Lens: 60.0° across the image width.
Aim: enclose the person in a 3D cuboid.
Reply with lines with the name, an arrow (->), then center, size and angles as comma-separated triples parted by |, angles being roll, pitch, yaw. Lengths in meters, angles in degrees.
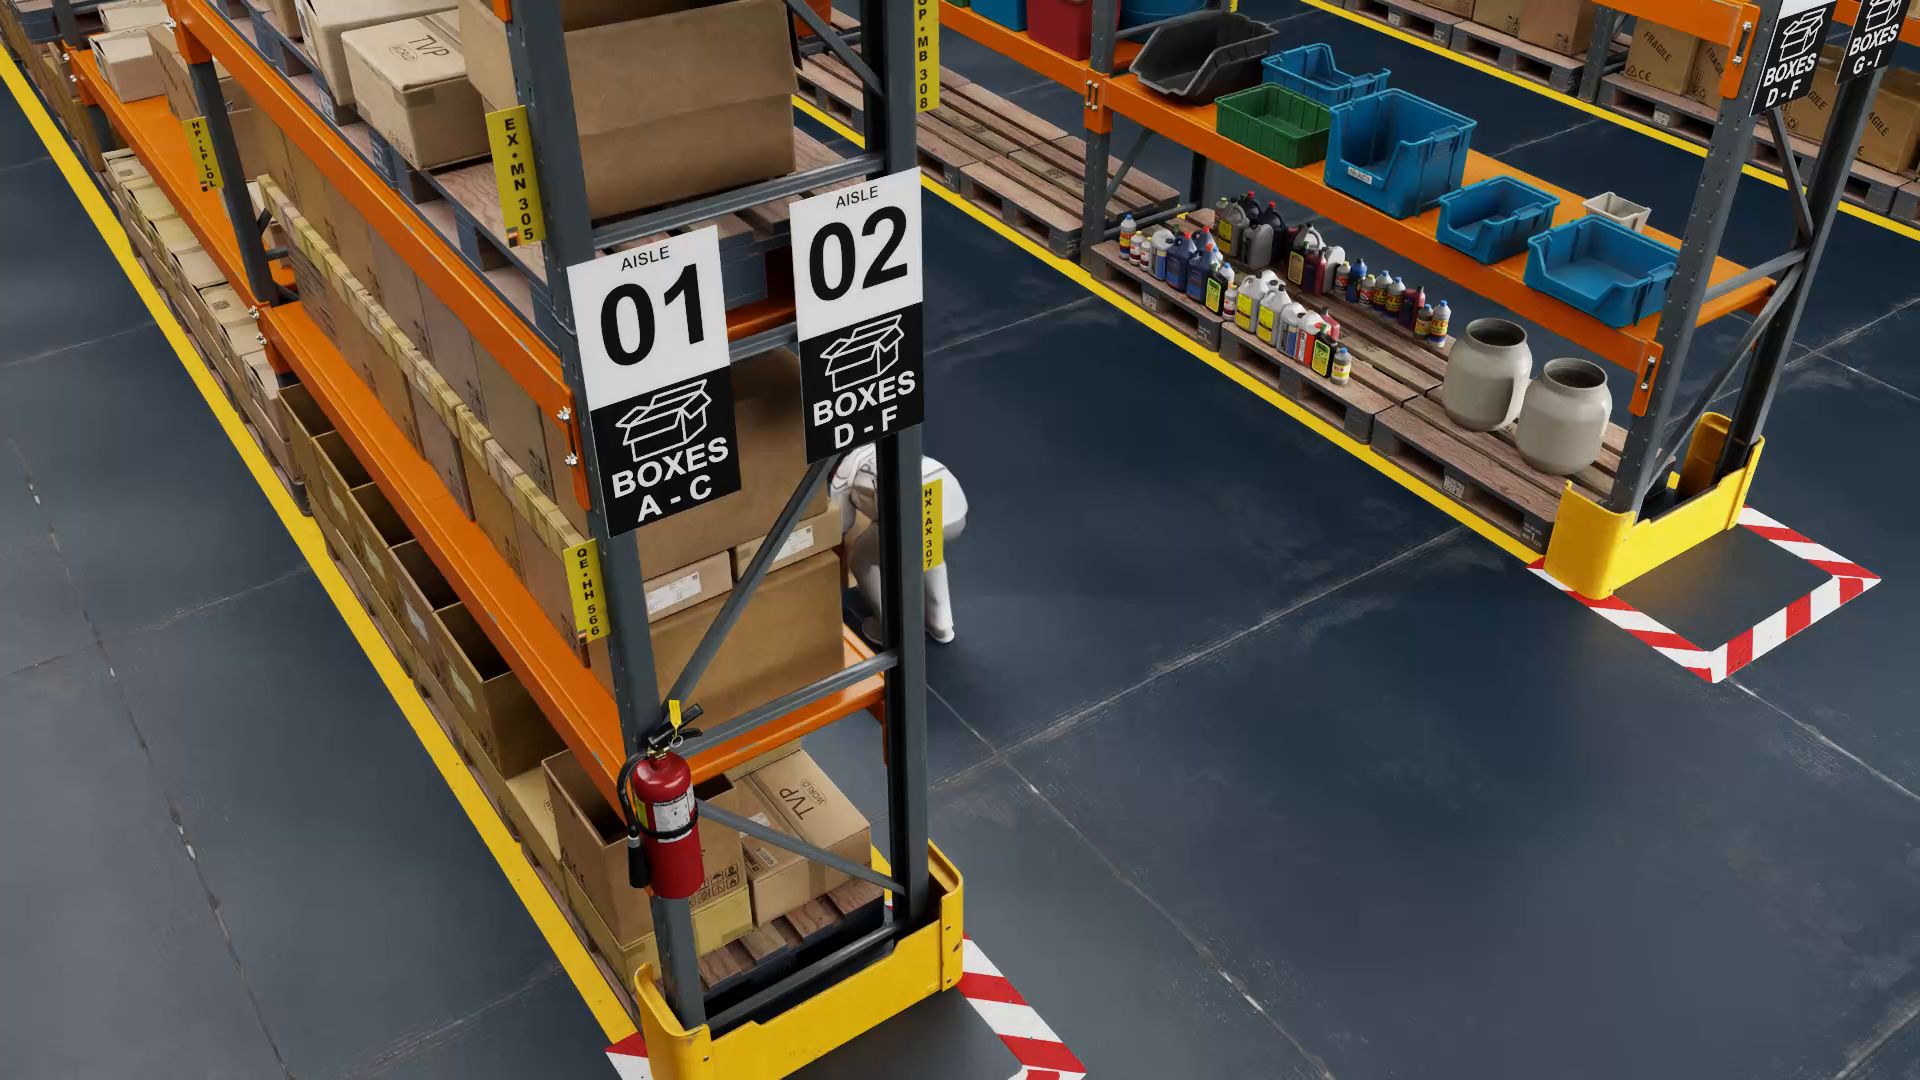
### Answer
person -> -0.233, -0.198, 7.271 | 0.518, 1.656, 0.427 | -26, 44, -30
